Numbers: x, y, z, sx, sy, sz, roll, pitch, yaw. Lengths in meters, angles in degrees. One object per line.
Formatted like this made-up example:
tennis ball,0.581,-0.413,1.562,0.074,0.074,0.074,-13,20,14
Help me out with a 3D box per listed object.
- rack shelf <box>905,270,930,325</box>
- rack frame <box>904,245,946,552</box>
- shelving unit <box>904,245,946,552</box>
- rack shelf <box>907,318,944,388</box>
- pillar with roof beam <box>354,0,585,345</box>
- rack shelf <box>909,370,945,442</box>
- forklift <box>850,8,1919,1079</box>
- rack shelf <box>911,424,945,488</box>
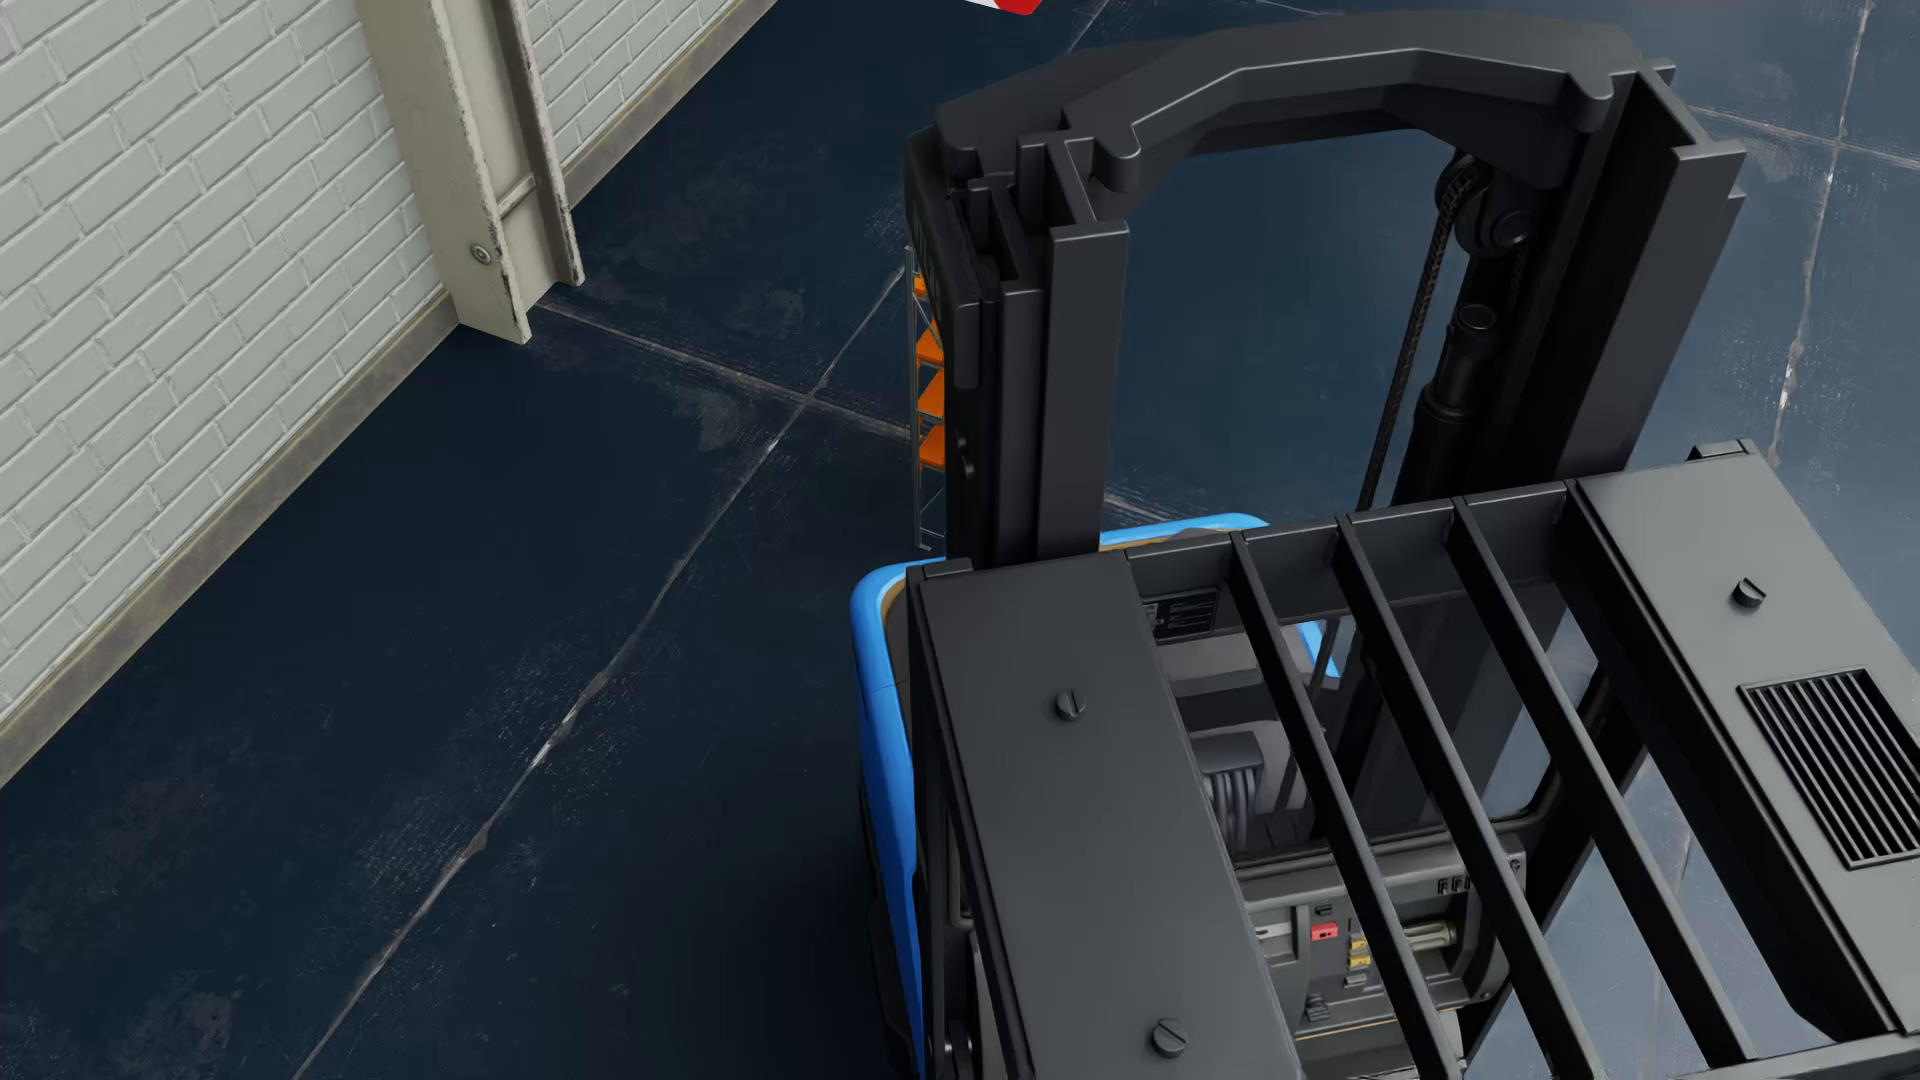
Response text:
rack shelf,0.071,-0.757,4.591,0.258,0.148,0.480,20,52,16
rack frame,-0.034,-0.335,4.747,0.240,1.200,0.015,20,52,16
shelving unit,0.071,-0.503,4.890,0.258,1.200,0.503,20,52,16
rack shelf,0.071,-0.604,4.771,0.258,0.148,0.480,20,52,16
pillar with roof beam,2.307,-2.386,1.371,9.100,9.000,0.400,20,52,16
rack shelf,0.071,-0.459,4.941,0.258,0.148,0.480,20,52,16
forklift,0.526,0.844,2.607,1.130,2.935,3.031,-9,50,-7
rack shelf,0.071,-0.331,5.092,0.258,0.148,0.480,20,52,16
